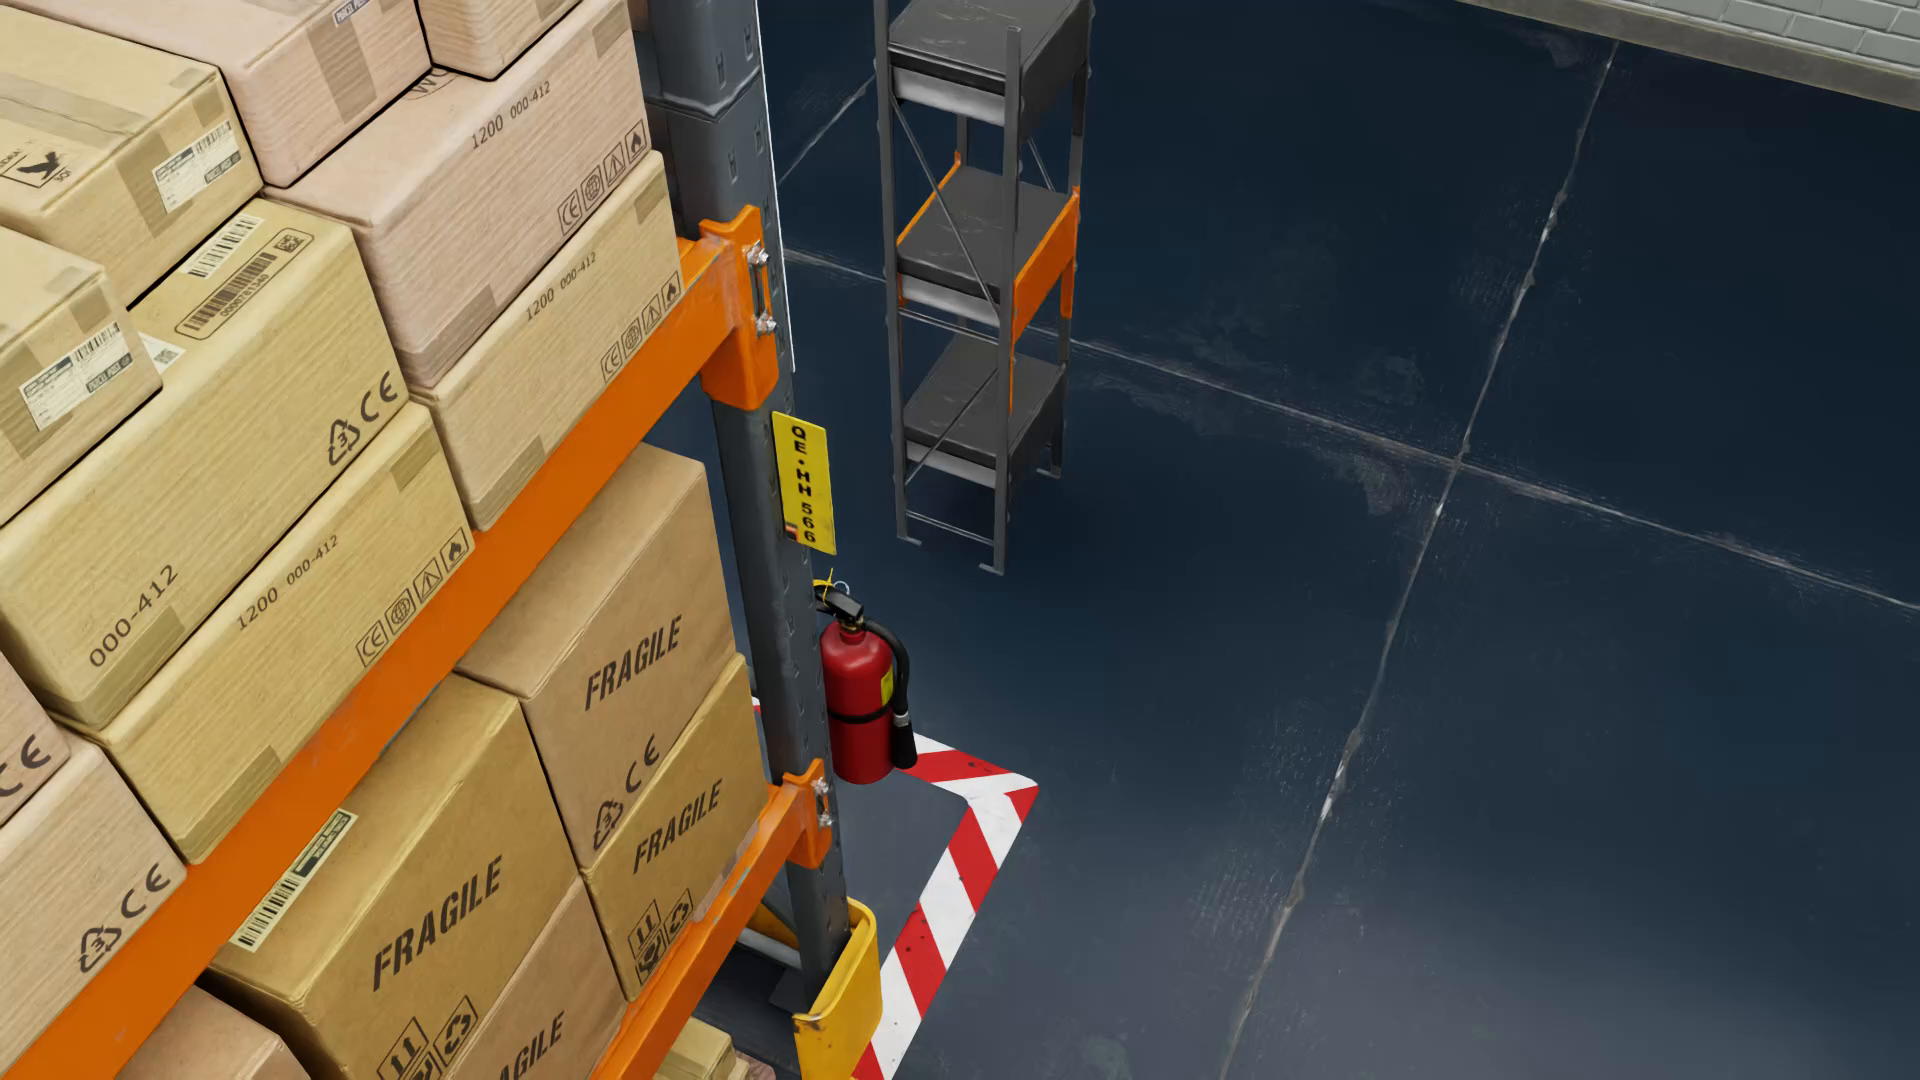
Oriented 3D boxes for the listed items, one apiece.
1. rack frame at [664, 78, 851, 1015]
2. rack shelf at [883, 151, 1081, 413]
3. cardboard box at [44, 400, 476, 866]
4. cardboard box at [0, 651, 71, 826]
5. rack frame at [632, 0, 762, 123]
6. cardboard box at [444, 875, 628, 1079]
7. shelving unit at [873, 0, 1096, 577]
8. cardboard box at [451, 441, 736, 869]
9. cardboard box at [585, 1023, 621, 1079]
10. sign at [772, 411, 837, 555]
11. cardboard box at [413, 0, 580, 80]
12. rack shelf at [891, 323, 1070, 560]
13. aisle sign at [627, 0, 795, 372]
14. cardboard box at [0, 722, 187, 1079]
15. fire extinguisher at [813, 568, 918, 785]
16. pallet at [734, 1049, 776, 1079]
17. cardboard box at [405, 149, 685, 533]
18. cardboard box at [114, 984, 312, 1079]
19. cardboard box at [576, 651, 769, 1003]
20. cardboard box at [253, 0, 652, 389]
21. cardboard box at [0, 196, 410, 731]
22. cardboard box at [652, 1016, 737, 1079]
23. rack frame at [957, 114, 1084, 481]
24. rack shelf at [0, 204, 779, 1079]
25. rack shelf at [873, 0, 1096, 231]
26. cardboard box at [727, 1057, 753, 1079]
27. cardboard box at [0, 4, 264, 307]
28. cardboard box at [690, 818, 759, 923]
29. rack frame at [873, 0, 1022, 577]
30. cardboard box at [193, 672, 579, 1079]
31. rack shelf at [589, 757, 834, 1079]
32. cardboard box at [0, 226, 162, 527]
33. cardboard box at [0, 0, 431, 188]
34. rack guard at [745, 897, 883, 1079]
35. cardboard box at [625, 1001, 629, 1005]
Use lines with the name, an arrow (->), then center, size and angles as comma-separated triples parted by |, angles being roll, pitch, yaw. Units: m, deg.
rack frame -> -0.762, 0.189, 3.619 | 1.000, 3.000, 0.127 | 20, 52, 16
rack shelf -> 0.071, -0.786, 5.058 | 0.431, 0.518, 0.480 | 20, 52, 16
cardboard box -> -0.929, 0.019, 1.893 | 0.500, 0.250, 0.500 | 20, 52, 16
cardboard box -> -1.168, 0.208, 1.404 | 0.500, 0.250, 0.500 | 21, 53, 17
rack frame -> -0.762, -1.755, 1.335 | 1.000, 3.000, 0.127 | 20, 52, 16
cardboard box -> -0.946, 0.807, 2.833 | 0.500, 0.500, 0.500 | 19, 52, 16
shelving unit -> 0.071, -0.794, 5.047 | 0.431, 2.100, 0.503 | 20, 52, 16
cardboard box -> -0.733, 0.132, 2.750 | 0.500, 0.500, 0.500 | 19, 52, 15
cardboard box -> -0.880, 0.924, 3.159 | 0.380, 0.149, 0.250 | 19, 52, 16
sign -> -0.269, -0.094, 2.893 | 0.100, 0.325, 0.005 | 20, 52, 16
cardboard box -> -0.639, -0.701, 1.916 | 0.380, 0.149, 0.250 | 19, 52, 16
rack shelf -> 0.071, -0.332, 5.591 | 0.431, 0.518, 0.480 | 20, 52, 16
aisle sign -> -0.460, -0.606, 2.589 | 0.394, 0.787, 0.004 | 20, 52, 16
cardboard box -> -1.153, 0.356, 1.607 | 0.500, 0.250, 0.500 | 22, 53, 18
fire extinguisher -> -0.237, 0.312, 3.811 | 0.296, 0.674, 0.183 | 20, 52, 16
pallet -> -1.174, 1.693, 4.171 | 1.003, 0.211, 1.213 | 20, 52, 16
cardboard box -> -0.717, -0.335, 2.194 | 0.500, 0.250, 0.500 | 19, 52, 15
cardboard box -> -1.163, 0.842, 2.146 | 0.500, 0.500, 0.500 | 22, 53, 18
cardboard box -> -0.722, 0.454, 3.134 | 0.500, 0.500, 0.500 | 21, 53, 17
cardboard box -> -0.729, -0.496, 2.003 | 0.500, 0.250, 0.500 | 18, 52, 15
cardboard box -> -0.946, -0.144, 1.703 | 0.500, 0.250, 0.500 | 19, 52, 15
cardboard box -> -0.759, 1.231, 3.938 | 0.380, 0.149, 0.250 | 20, 53, 16
rack frame -> 0.175, -0.962, 5.190 | 0.400, 2.100, 0.015 | 20, 52, 16
rack shelf -> -1.617, 0.827, 1.579 | 1.077, 0.370, 4.000 | 20, 52, 16
rack shelf -> 0.071, -1.239, 4.525 | 0.431, 0.518, 0.480 | 20, 52, 16
cardboard box -> -0.730, 1.337, 4.044 | 0.380, 0.149, 0.250 | 19, 52, 15
cardboard box -> -0.941, -0.386, 1.648 | 0.380, 0.149, 0.250 | 18, 52, 15
cardboard box -> -0.646, 0.587, 3.446 | 0.380, 0.149, 0.250 | 20, 52, 16
rack frame -> -0.034, -0.626, 4.904 | 0.400, 2.100, 0.015 | 20, 52, 16
cardboard box -> -0.949, 0.481, 2.453 | 0.500, 0.500, 0.500 | 18, 52, 15
rack shelf -> -1.617, 1.800, 2.722 | 1.077, 0.370, 4.000 | 20, 52, 16
cardboard box -> -0.956, -0.169, 1.463 | 0.380, 0.149, 0.250 | 21, 53, 17
cardboard box -> -0.813, -0.556, 1.793 | 0.380, 0.149, 0.250 | 20, 53, 17
rack guard -> -0.795, 1.052, 4.527 | 1.175, 0.500, 0.348 | 20, 52, 16
cardboard box -> -0.786, 0.746, 3.311 | 0.380, 0.149, 0.250 | 20, 52, 16
